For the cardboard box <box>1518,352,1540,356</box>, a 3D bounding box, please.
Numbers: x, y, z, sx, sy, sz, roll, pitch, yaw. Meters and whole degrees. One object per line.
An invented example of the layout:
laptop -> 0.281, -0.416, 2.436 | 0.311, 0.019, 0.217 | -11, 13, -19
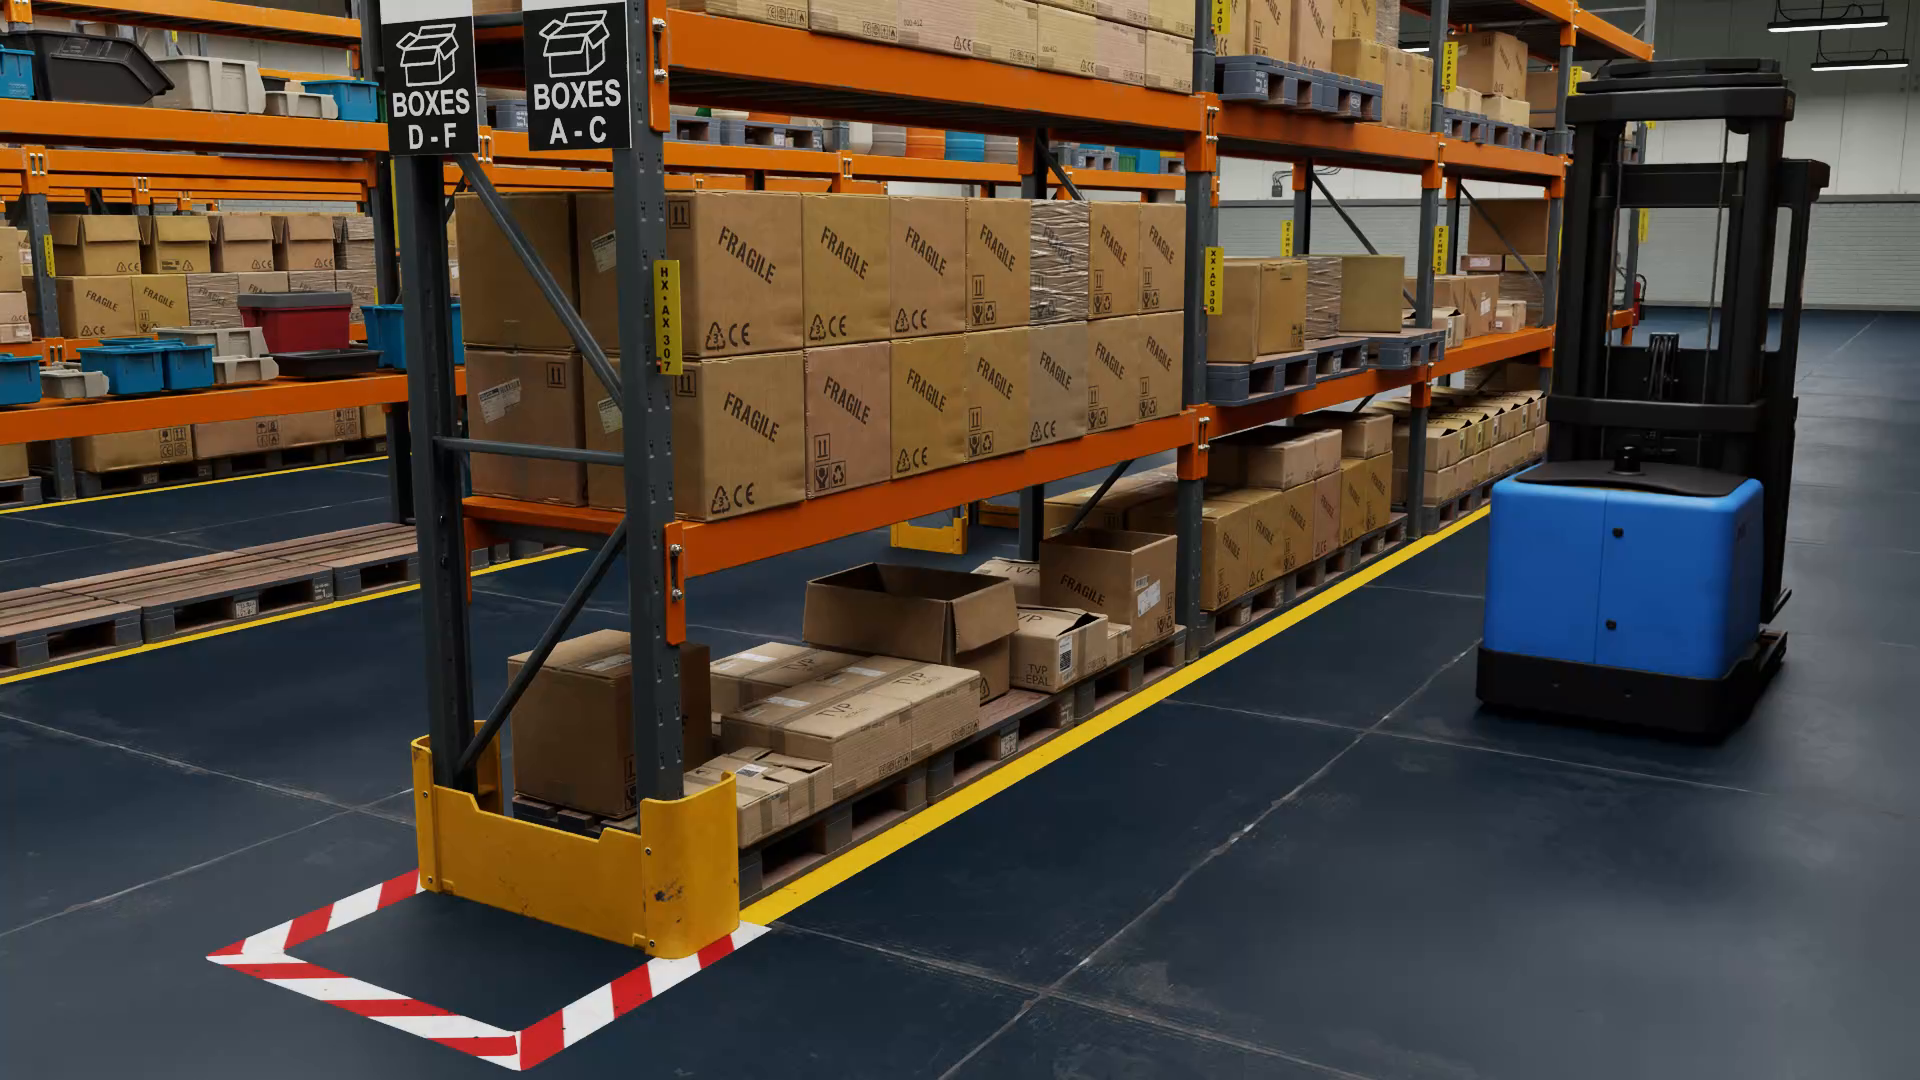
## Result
cardboard box -> 5.504, -1.626, 16.697 | 0.500, 0.500, 0.500 | 6, 12, 31

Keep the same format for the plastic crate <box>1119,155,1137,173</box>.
plastic crate -> 1.745, -4.219, 18.675 | 0.336, 0.188, 0.450 | 6, 12, 31

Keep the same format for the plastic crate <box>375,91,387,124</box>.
plastic crate -> -3.422, -2.643, 10.258 | 0.450, 0.188, 0.662 | 6, 12, 31

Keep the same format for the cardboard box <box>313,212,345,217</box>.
cardboard box -> -10.458, -5.092, 27.119 | 0.700, 0.500, 0.500 | 6, 12, 30

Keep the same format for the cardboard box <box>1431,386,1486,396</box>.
cardboard box -> 4.497, -1.242, 15.157 | 0.500, 0.311, 0.500 | 6, 12, 31

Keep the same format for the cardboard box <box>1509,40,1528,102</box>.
cardboard box -> 4.570, -4.035, 14.346 | 0.500, 0.500, 0.500 | 7, 12, 31

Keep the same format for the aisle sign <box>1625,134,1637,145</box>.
aisle sign -> 7.286, -4.042, 18.241 | 0.394, 0.787, 0.004 | 6, 12, 31

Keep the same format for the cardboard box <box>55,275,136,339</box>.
cardboard box -> -7.241, -1.939, 13.802 | 0.500, 0.500, 0.500 | 6, 12, 31

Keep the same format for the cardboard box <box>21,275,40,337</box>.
cardboard box -> -7.684, -1.990, 14.075 | 0.500, 0.500, 0.500 | 6, 12, 31

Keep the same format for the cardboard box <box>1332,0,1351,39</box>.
cardboard box -> 2.086, -3.310, 10.256 | 0.500, 0.500, 0.500 | 6, 12, 31

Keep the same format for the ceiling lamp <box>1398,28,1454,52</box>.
ceiling lamp -> 9.939, -11.787, 34.511 | 2.000, 3.185, 0.800 | 6, 12, 31

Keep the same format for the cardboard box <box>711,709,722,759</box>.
cardboard box -> -0.947, 0.747, 6.230 | 0.380, 0.166, 0.250 | 6, 12, 31

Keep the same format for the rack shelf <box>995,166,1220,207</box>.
rack shelf -> 1.731, -4.062, 19.215 | 1.077, 0.370, 4.000 | 6, 12, 31

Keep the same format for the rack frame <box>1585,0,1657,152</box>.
rack frame -> 7.001, -5.730, 18.022 | 1.000, 3.000, 0.127 | 6, 12, 31

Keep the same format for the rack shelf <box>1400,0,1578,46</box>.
rack shelf -> 3.886, -4.236, 13.085 | 1.077, 0.370, 4.000 | 6, 12, 31

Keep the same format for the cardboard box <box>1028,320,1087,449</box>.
cardboard box -> 0.200, -0.678, 7.067 | 0.500, 0.500, 0.500 | 7, 13, 32

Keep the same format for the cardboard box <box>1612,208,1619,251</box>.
cardboard box -> 6.720, -3.388, 18.016 | 0.700, 0.500, 0.500 | 6, 12, 31

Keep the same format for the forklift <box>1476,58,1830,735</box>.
forklift -> 3.591, -0.823, 8.299 | 1.130, 2.935, 3.031 | 7, 13, 32

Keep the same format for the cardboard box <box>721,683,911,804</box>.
cardboard box -> -0.521, 0.733, 6.078 | 0.500, 0.250, 0.500 | 6, 12, 31

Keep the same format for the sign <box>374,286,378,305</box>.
sign -> -3.930, -1.557, 11.281 | 0.100, 0.325, 0.005 | 6, 12, 31

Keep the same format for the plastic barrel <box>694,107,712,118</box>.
plastic barrel -> -2.130, -3.457, 13.312 | 0.294, 0.245, 0.294 | 0, 11, 0

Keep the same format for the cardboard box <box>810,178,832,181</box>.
cardboard box -> -2.027, -4.870, 21.989 | 0.500, 0.250, 0.500 | 7, 13, 32

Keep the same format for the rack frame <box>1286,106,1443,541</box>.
rack frame -> 2.848, -1.523, 11.854 | 1.000, 3.000, 0.127 | 6, 12, 31

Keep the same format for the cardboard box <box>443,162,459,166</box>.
cardboard box -> -5.155, -3.921, 16.915 | 0.500, 0.250, 0.500 | 7, 12, 32

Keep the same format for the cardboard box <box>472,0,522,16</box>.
cardboard box -> -1.264, -1.772, 5.437 | 0.500, 0.250, 0.500 | 6, 12, 31

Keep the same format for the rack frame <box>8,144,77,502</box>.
rack frame -> -7.694, -1.841, 13.552 | 1.000, 3.000, 0.127 | 6, 12, 31

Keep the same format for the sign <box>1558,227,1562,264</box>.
sign -> 5.393, -2.632, 14.846 | 0.100, 0.325, 0.005 | 6, 12, 31

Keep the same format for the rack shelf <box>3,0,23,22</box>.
rack shelf -> -8.732, -3.925, 11.423 | 1.077, 0.370, 4.000 | 6, 12, 31

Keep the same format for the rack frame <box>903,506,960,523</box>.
rack frame -> -0.220, -0.671, 11.375 | 0.500, 1.500, 0.032 | 6, 12, 31

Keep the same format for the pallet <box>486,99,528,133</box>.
pallet -> -3.137, -2.882, 11.474 | 1.213, 0.211, 1.003 | 6, 12, 31

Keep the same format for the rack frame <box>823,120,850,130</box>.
rack frame -> -1.384, -4.946, 13.833 | 1.000, 3.000, 0.127 | 6, 12, 31

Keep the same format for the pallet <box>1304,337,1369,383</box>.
pallet -> 1.842, -1.123, 10.235 | 1.003, 0.211, 1.213 | 6, 12, 31

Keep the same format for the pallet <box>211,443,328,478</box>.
pallet -> -6.725, -0.792, 15.524 | 1.003, 0.211, 1.213 | 6, 12, 31

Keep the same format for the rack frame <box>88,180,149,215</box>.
rack frame -> -9.804, -2.960, 19.528 | 1.000, 3.000, 0.127 | 6, 12, 31

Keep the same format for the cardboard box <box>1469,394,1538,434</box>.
cardboard box -> 4.694, -1.109, 14.450 | 0.500, 0.311, 0.500 | 7, 13, 32

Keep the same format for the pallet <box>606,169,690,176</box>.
pallet -> -3.952, -4.395, 19.550 | 1.213, 0.211, 1.003 | 6, 12, 31

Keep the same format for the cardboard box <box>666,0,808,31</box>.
cardboard box -> -0.822, -1.722, 5.173 | 0.500, 0.250, 0.500 | 6, 12, 31

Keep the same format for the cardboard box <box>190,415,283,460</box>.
cardboard box -> -6.915, -1.246, 15.008 | 1.225, 0.875, 0.875 | 6, 12, 29

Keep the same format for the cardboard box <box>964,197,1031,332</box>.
cardboard box -> -0.058, -1.091, 6.558 | 0.500, 0.500, 0.500 | 6, 12, 30

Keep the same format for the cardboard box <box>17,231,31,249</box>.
cardboard box -> -13.121, -4.034, 23.045 | 0.500, 0.500, 0.500 | 7, 12, 32

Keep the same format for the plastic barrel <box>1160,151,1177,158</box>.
plastic barrel -> 2.286, -4.837, 19.751 | 0.600, 0.588, 0.600 | 0, 11, 0

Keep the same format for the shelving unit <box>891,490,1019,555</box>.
shelving unit -> 0.040, -0.749, 11.795 | 0.587, 1.500, 1.083 | 6, 12, 31

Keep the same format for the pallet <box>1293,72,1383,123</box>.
pallet -> 1.705, -2.535, 9.620 | 1.213, 0.211, 1.003 | 6, 12, 31

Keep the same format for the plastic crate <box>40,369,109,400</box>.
plastic crate -> -4.538, -0.795, 8.519 | 0.250, 0.136, 0.298 | 6, 12, 31

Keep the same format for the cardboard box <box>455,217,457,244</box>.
cardboard box -> -7.320, -4.346, 23.589 | 0.875, 0.550, 0.550 | 6, 12, 31

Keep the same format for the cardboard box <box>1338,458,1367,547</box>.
cardboard box -> 2.294, -0.260, 10.703 | 0.500, 0.500, 0.500 | 6, 12, 29

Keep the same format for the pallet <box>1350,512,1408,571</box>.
pallet -> 2.428, -0.039, 11.503 | 1.003, 0.211, 1.213 | 6, 12, 31

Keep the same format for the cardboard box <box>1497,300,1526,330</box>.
cardboard box -> 4.706, -1.997, 14.792 | 0.500, 0.250, 0.500 | 7, 13, 34

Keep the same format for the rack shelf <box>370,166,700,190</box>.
rack shelf -> -4.579, -3.906, 18.383 | 1.077, 0.370, 4.000 | 6, 12, 31

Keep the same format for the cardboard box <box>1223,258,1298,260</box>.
cardboard box -> 1.636, -1.434, 9.961 | 0.700, 0.500, 0.500 | 3, 11, 16

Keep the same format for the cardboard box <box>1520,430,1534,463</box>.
cardboard box -> 4.693, -0.835, 14.508 | 0.500, 0.250, 0.500 | 6, 12, 30

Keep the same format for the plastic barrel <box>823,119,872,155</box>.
plastic barrel -> -0.961, -3.546, 14.203 | 0.421, 0.512, 0.421 | 0, 11, 0

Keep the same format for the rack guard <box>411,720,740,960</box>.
rack guard -> -1.266, 0.952, 5.427 | 1.175, 0.500, 0.348 | 6, 12, 31

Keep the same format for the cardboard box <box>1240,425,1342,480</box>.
cardboard box -> 2.010, -0.539, 10.158 | 0.500, 0.250, 0.500 | 6, 12, 30
